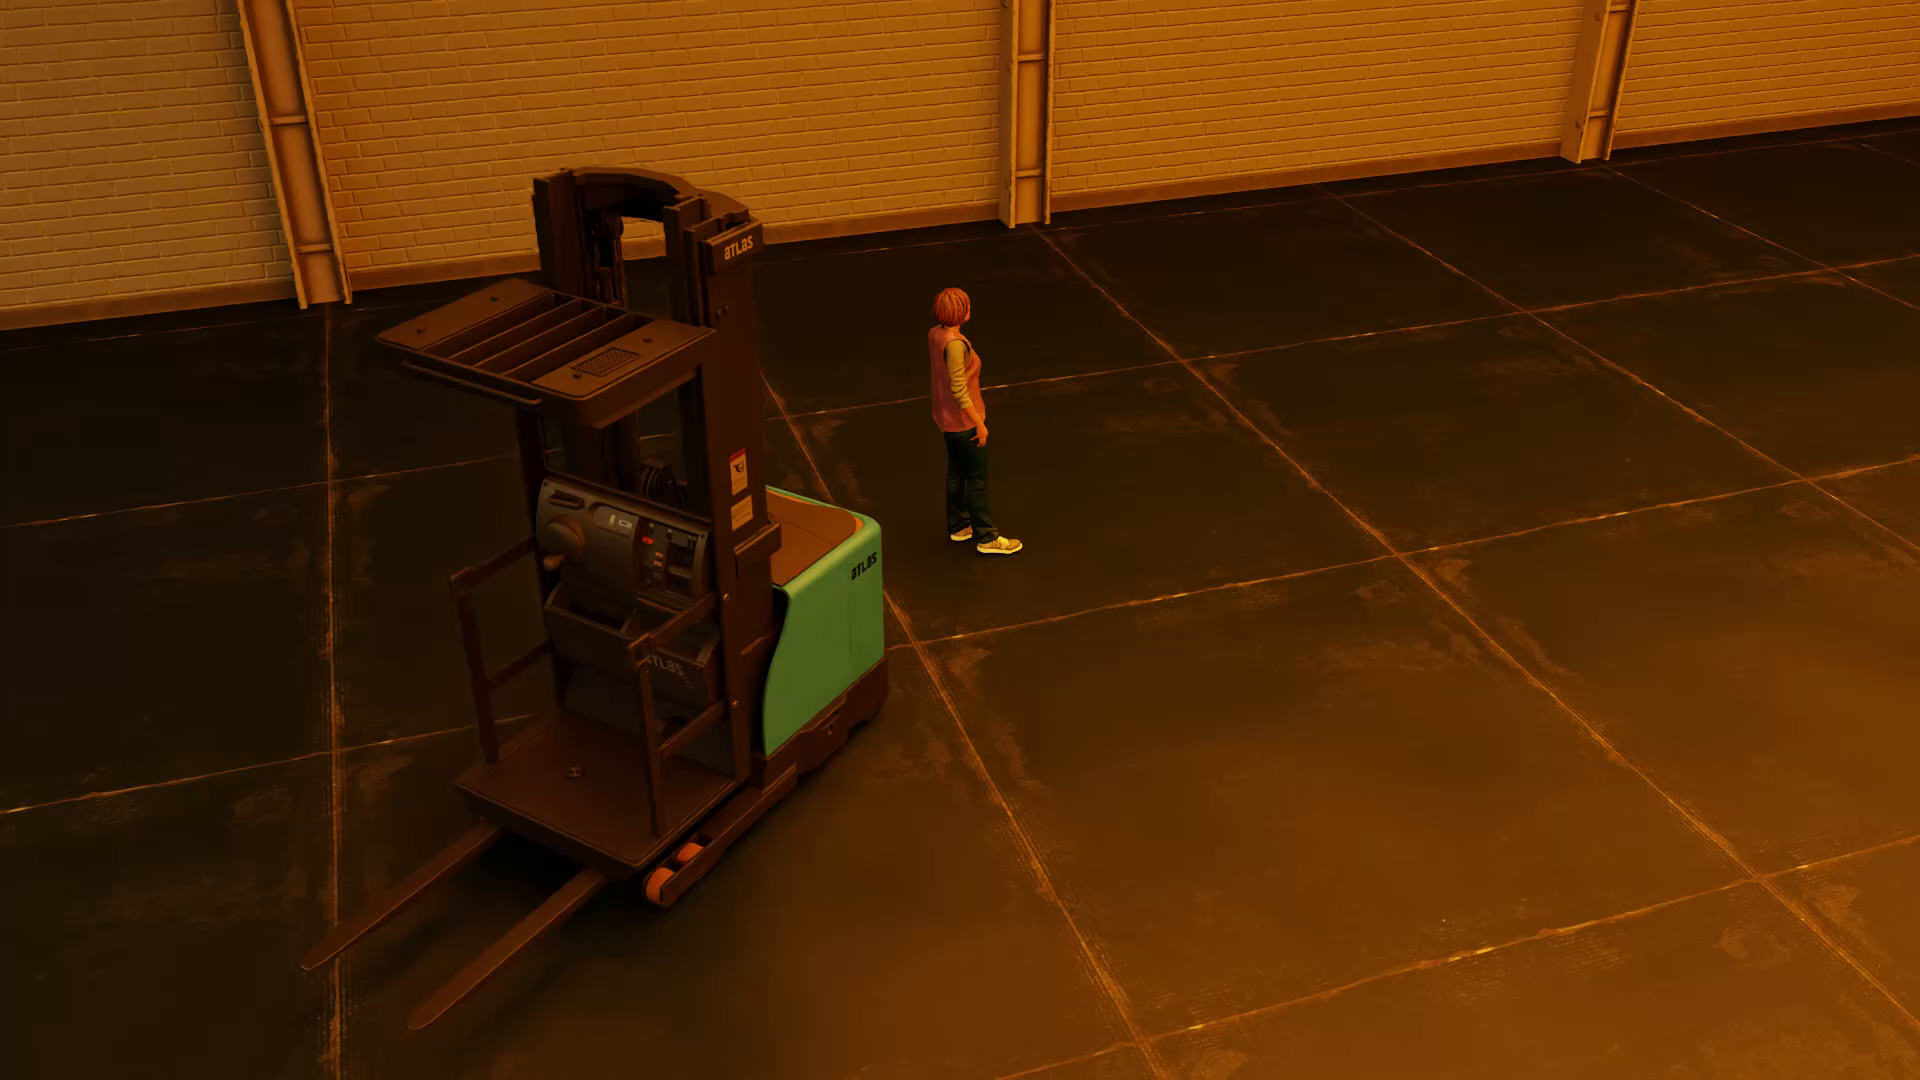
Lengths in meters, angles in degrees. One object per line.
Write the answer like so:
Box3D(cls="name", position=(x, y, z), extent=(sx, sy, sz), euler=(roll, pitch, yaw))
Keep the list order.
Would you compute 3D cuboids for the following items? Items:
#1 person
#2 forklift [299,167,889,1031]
Box3D(cls="person", position=(0.074, -0.703, 9.633), extent=(0.476, 1.596, 0.520), euler=(-10, 31, -16))
Box3D(cls="forklift", position=(-1.565, 0.061, 6.981), extent=(1.130, 2.935, 3.031), euler=(17, 34, 27))
